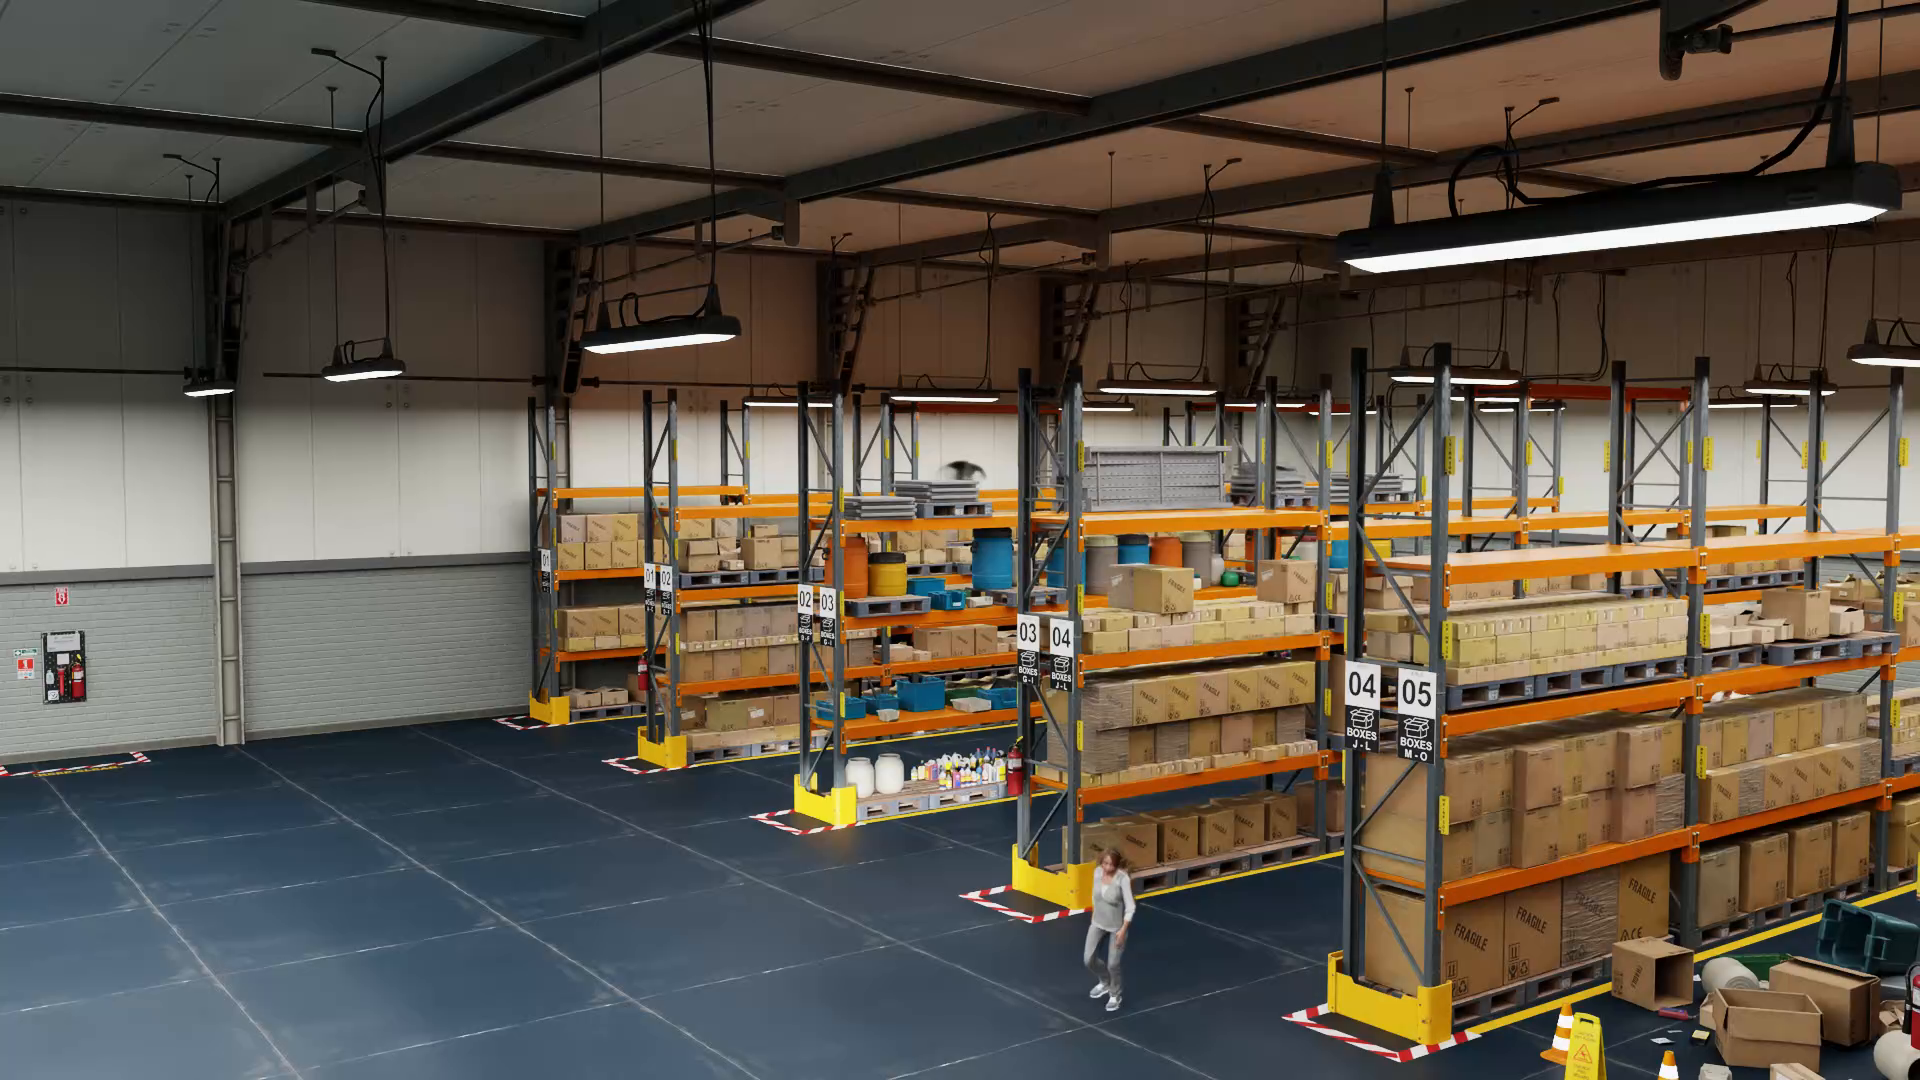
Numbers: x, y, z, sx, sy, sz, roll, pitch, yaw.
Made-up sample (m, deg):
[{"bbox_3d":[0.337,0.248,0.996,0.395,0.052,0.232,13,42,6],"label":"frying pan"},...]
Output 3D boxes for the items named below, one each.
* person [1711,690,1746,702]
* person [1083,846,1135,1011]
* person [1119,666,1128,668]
[{"bbox_3d":[11.260,2.862,24.256,0.952,1.758,0.696,-3,4,-37],"label":"person"},{"bbox_3d":[1.356,3.511,15.012,0.541,1.562,0.612,2,4,28],"label":"person"},{"bbox_3d":[2.981,2.579,30.227,1.131,1.607,0.702,-2,4,-35],"label":"person"}]
